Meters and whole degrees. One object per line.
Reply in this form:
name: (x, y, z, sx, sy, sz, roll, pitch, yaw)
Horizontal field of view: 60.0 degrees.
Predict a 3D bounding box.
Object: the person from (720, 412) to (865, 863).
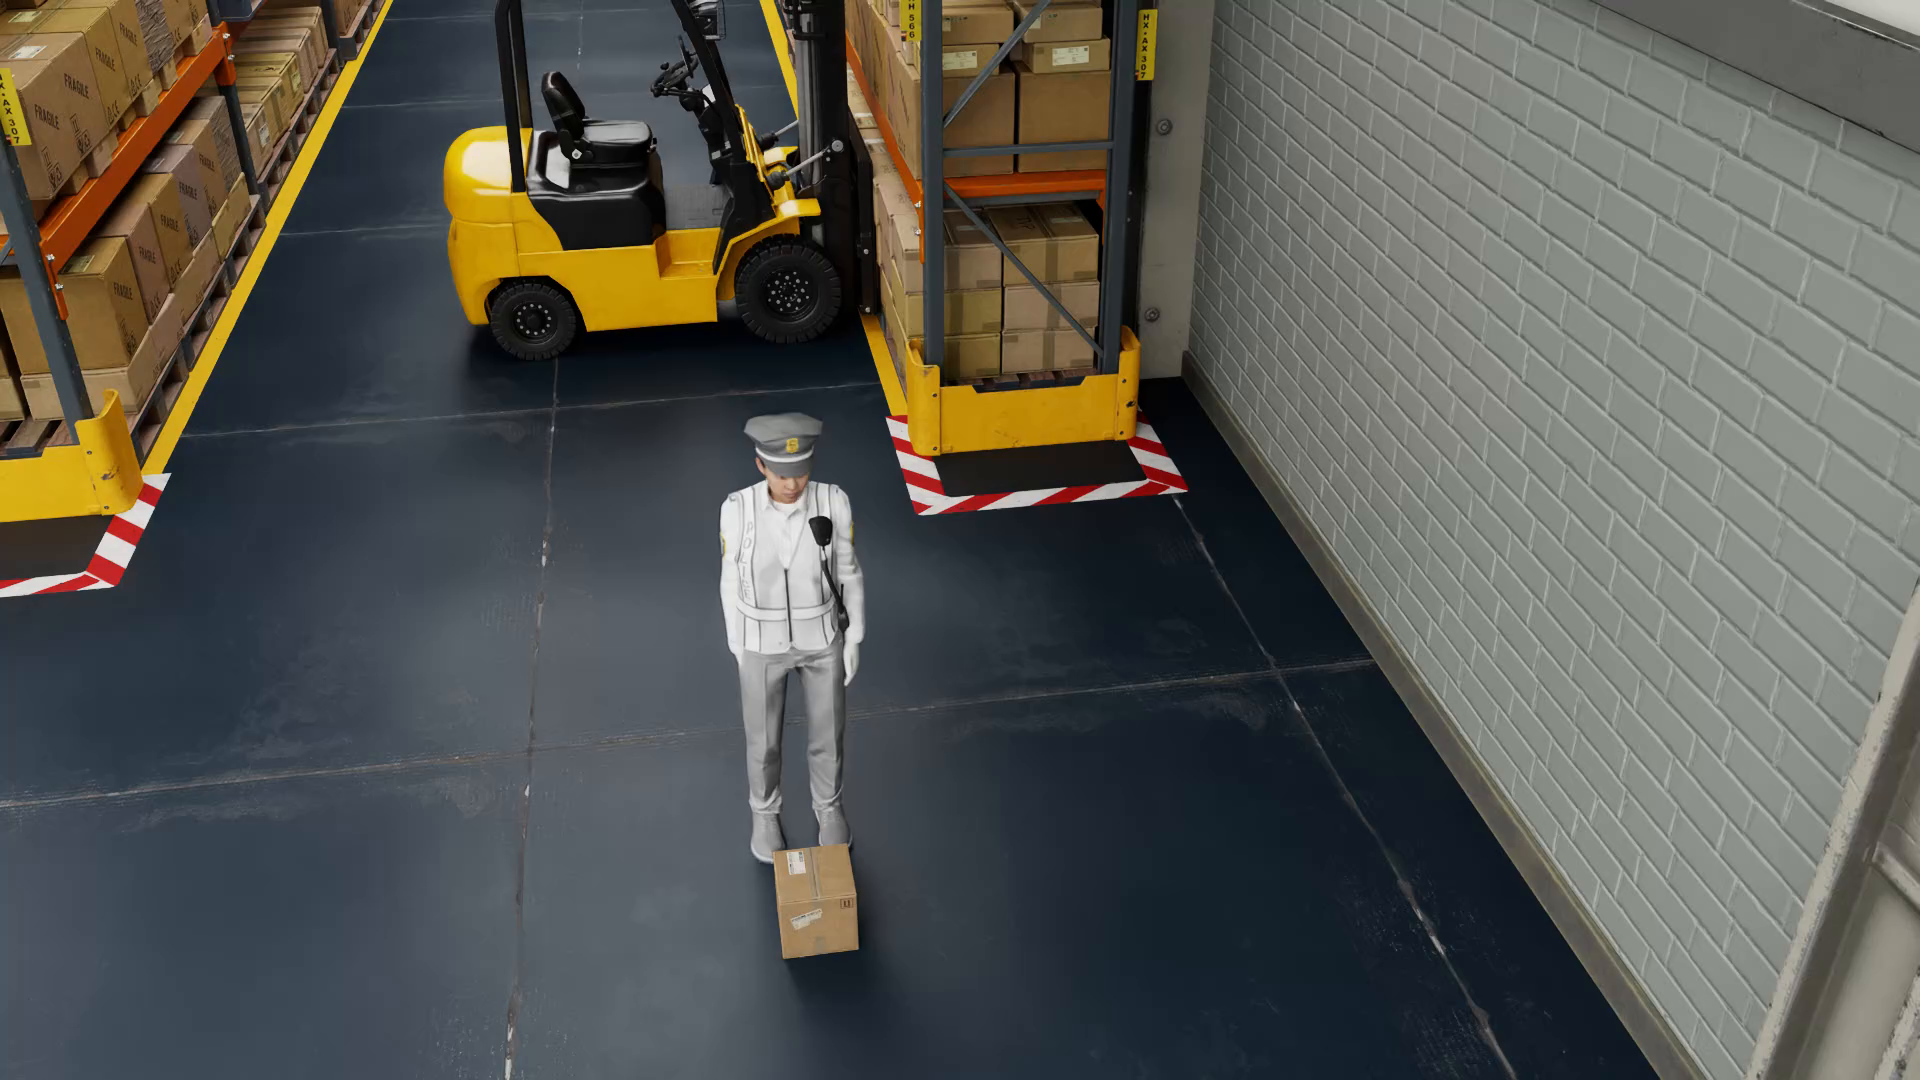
person: (-0.554, 0.353, 5.548, 0.451, 1.665, 0.329, -5, 31, -8)
